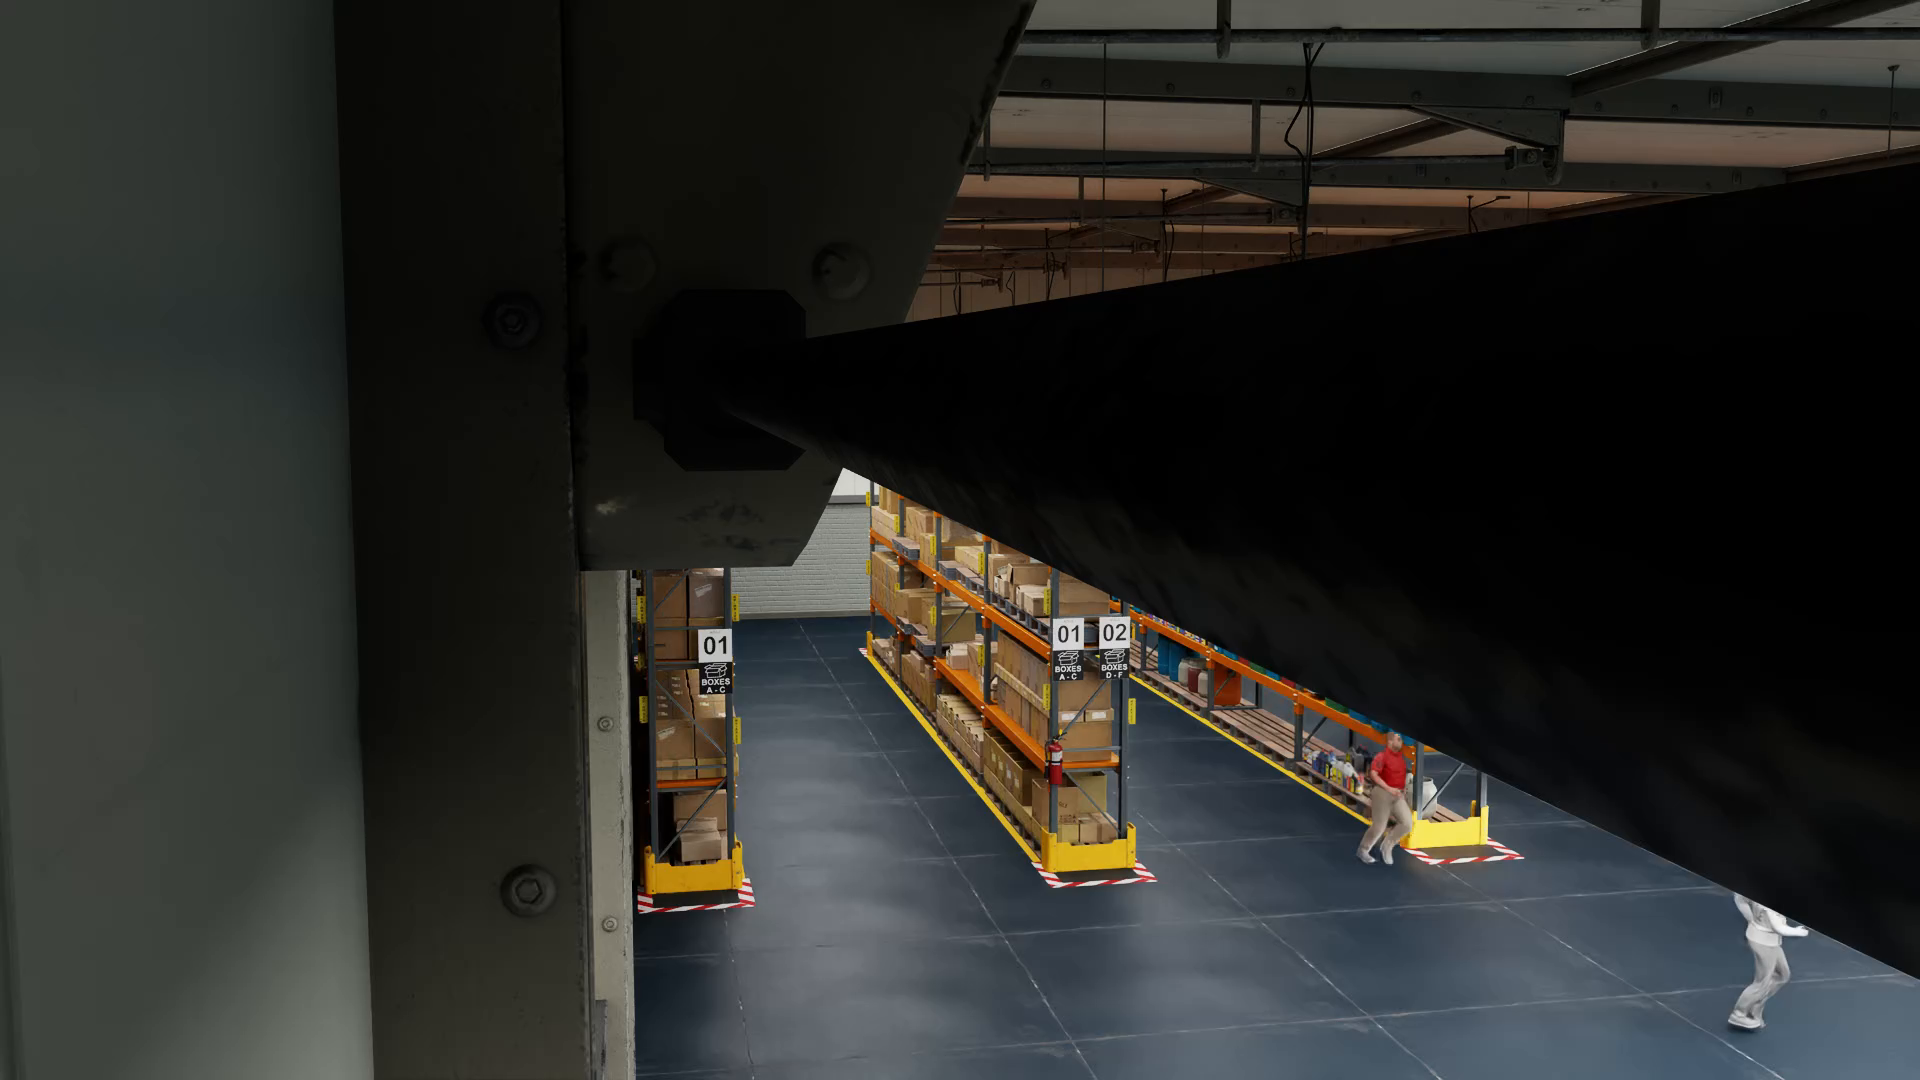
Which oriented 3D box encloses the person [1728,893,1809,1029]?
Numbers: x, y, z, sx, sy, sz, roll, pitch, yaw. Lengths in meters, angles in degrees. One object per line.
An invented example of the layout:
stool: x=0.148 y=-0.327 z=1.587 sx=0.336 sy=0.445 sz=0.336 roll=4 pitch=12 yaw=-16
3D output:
person: x=7.696 y=3.852 z=15.835 sx=0.660 sy=1.708 sz=0.643 roll=1 pitch=6 yaw=12

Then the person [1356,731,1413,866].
person: x=5.503 y=3.293 z=21.228 sx=0.722 sy=1.714 sz=0.616 roll=-5 pitch=8 yaw=-38
